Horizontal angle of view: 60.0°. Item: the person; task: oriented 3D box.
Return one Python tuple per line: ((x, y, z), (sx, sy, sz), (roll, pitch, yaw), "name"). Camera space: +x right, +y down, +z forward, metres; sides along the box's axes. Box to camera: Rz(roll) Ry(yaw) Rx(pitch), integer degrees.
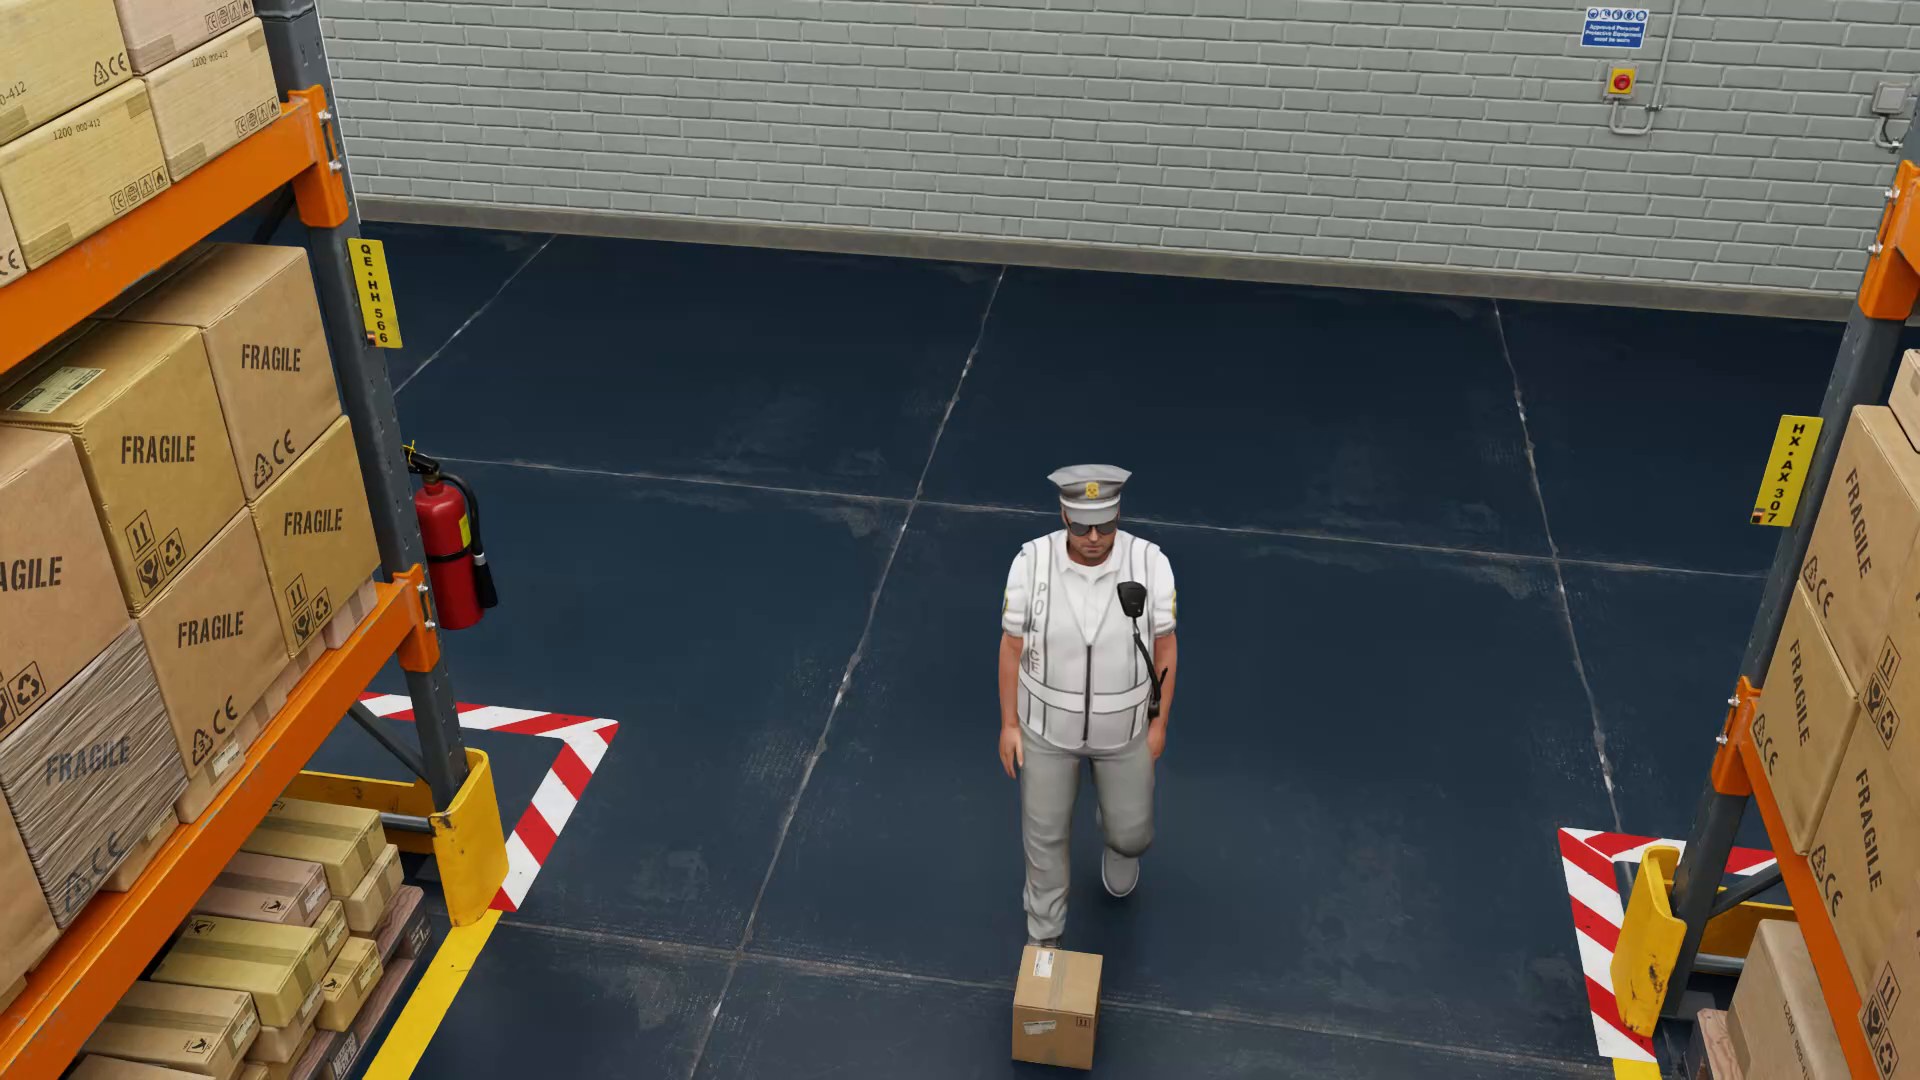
((0.393, 0.570, 5.195), (0.551, 1.749, 0.742), (2, 32, 3), "person")
